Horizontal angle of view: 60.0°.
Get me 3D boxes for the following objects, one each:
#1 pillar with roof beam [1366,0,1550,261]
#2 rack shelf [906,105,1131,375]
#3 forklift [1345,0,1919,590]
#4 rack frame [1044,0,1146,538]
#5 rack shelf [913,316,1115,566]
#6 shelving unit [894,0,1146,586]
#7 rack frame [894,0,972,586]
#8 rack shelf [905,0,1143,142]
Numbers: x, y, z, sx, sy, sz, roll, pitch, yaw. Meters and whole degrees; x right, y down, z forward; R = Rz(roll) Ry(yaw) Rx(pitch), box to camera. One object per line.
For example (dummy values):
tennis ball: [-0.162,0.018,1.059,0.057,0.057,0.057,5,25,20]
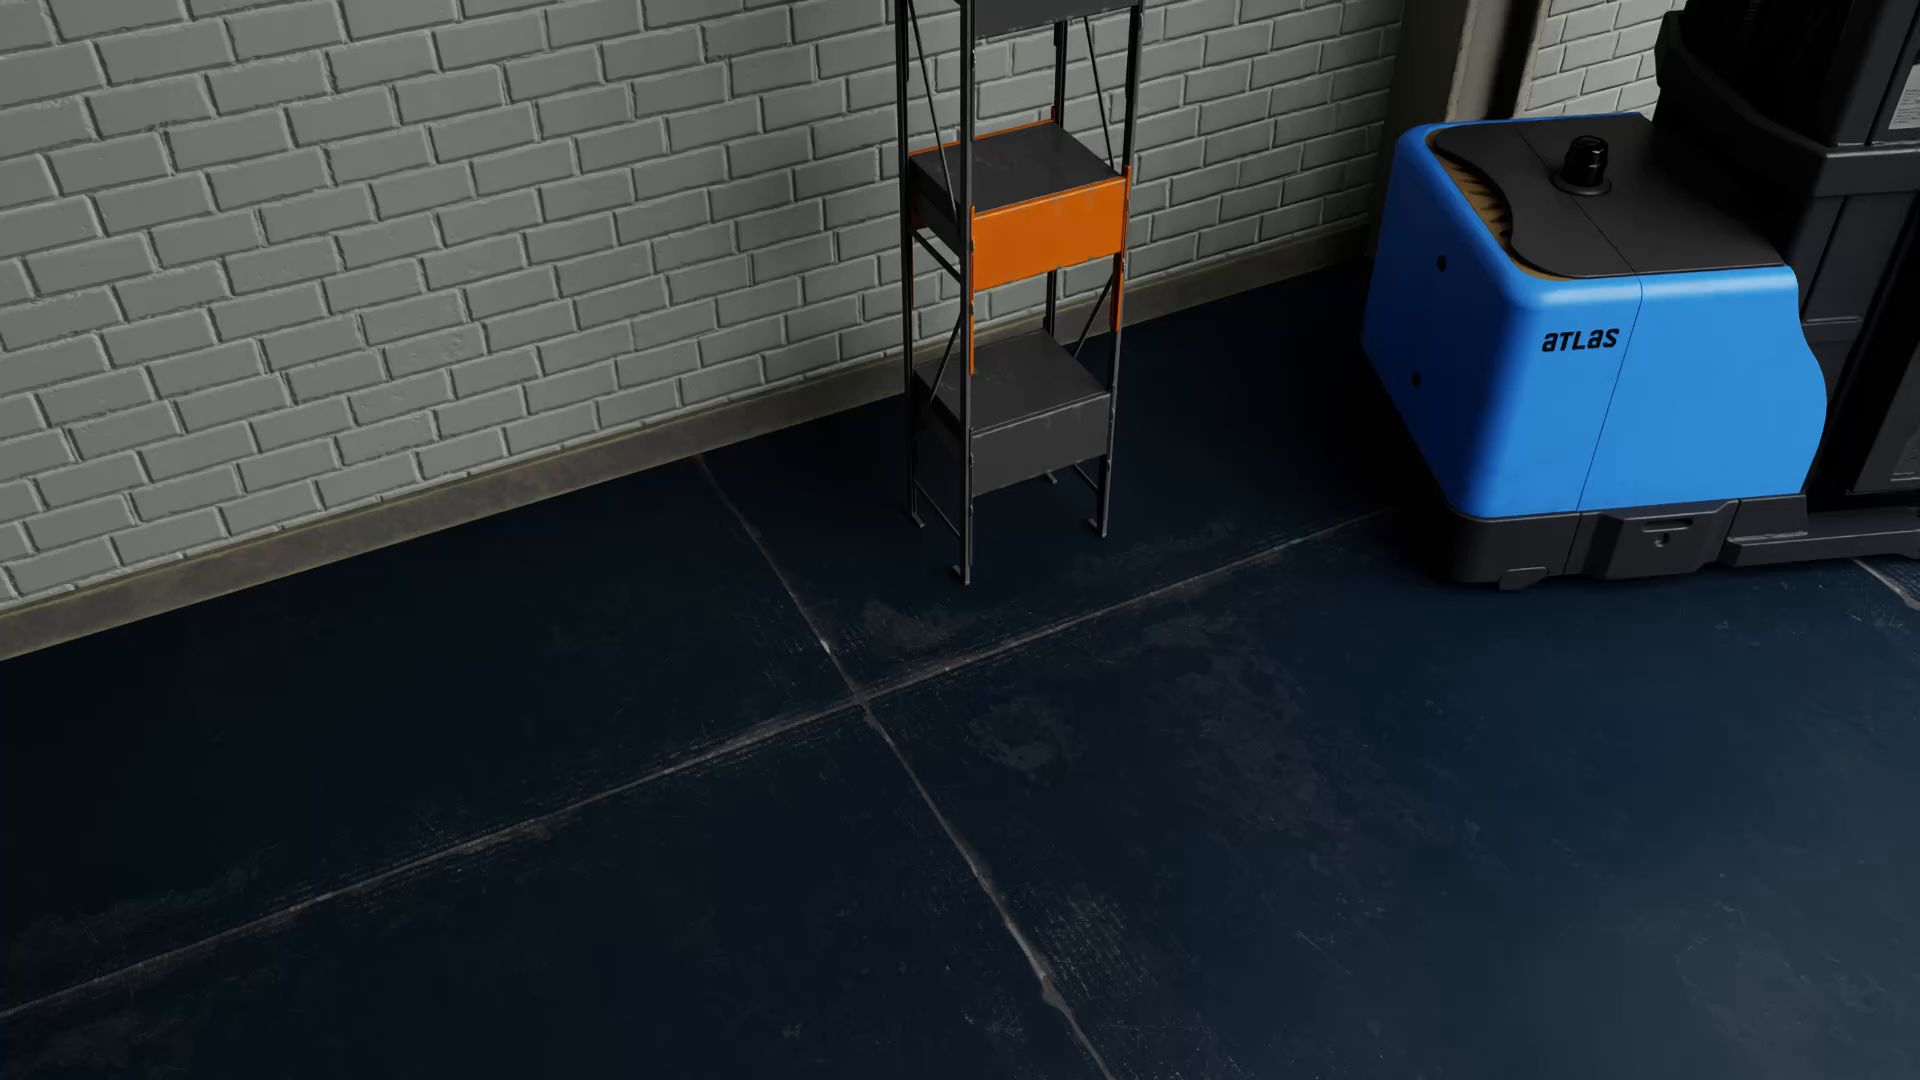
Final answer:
pillar with roof beam: [3.824,-2.087,0.750,0.400,9.000,9.100,-19,44,-21]
rack shelf: [0.147,-0.840,4.639,0.480,0.518,0.431,-19,44,-21]
forklift: [2.876,-1.384,4.616,3.031,2.935,1.130,-5,40,-5]
rack frame: [0.363,-0.924,4.716,0.015,2.100,0.400,-19,44,-21]
rack shelf: [0.147,-0.306,5.091,0.480,0.518,0.431,-19,44,-21]
shelving unit: [0.147,-0.851,4.630,0.503,2.100,0.431,-19,44,-21]
rack frame: [-0.070,-0.778,4.544,0.015,2.100,0.400,-19,44,-21]
rack shelf: [0.147,-1.375,4.187,0.480,0.518,0.431,-19,44,-21]
